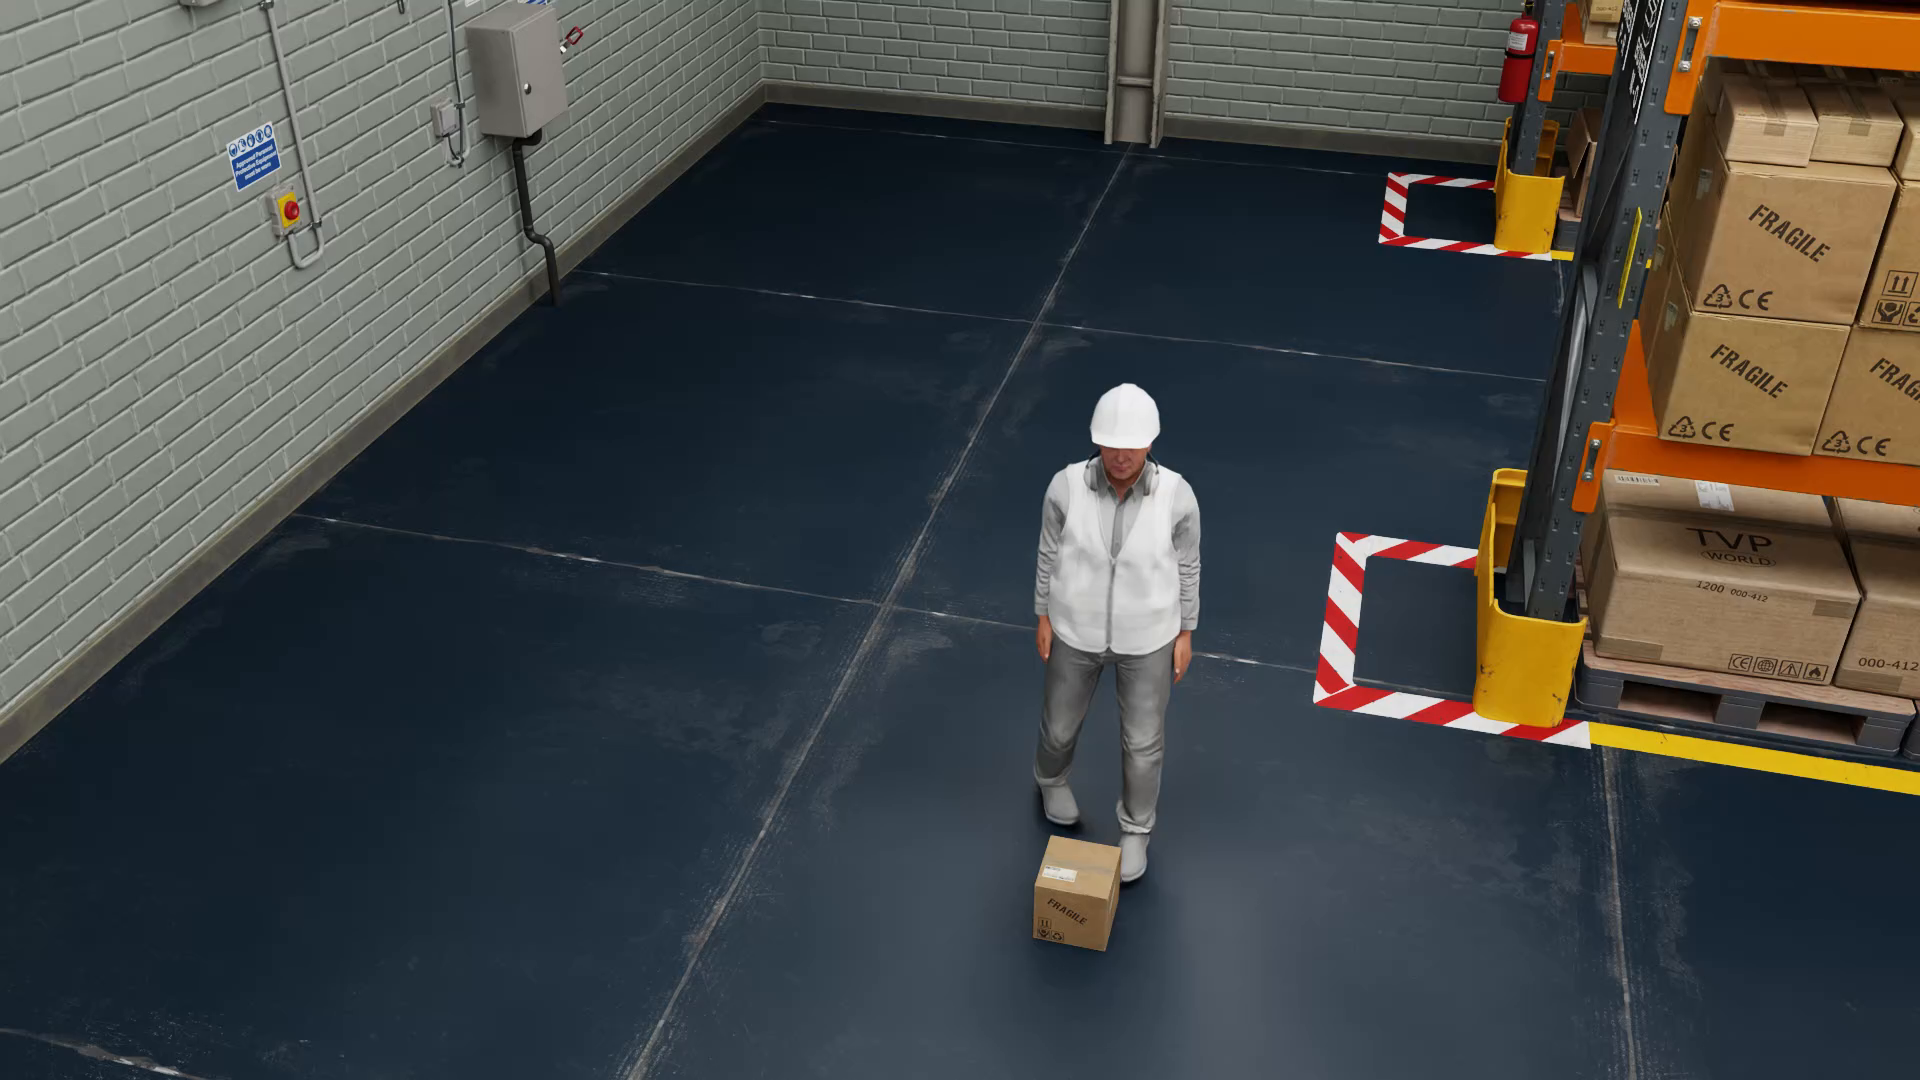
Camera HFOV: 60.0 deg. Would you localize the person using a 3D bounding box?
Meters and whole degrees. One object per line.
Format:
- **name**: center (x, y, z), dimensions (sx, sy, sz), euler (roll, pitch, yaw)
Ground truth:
- **person**: center (0.514, 0.325, 5.599), dimensions (0.558, 1.773, 0.536), euler (5, 33, 8)
